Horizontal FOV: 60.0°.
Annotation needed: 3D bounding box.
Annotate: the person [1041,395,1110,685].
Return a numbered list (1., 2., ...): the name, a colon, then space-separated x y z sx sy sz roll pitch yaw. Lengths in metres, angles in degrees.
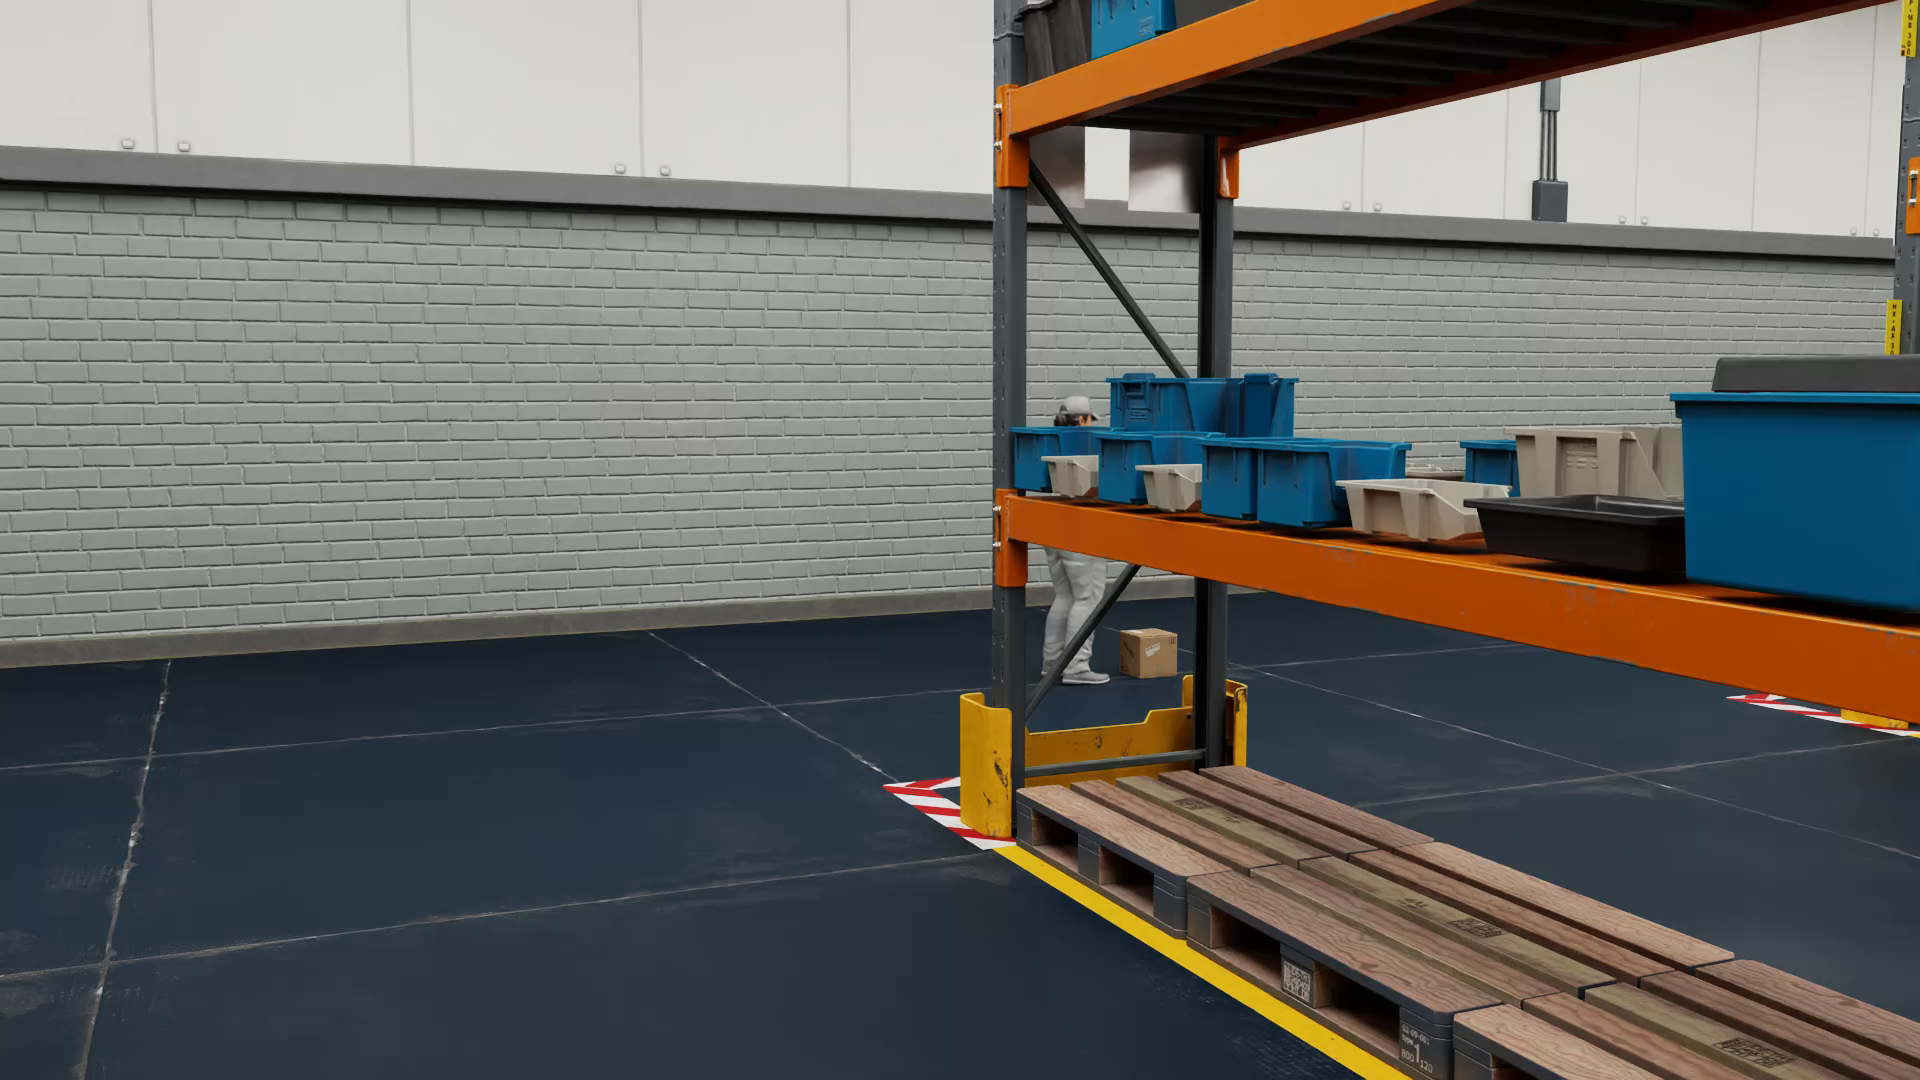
1. person: 0.668 -0.007 9.629 0.390 1.658 0.470 -2 6 -23
